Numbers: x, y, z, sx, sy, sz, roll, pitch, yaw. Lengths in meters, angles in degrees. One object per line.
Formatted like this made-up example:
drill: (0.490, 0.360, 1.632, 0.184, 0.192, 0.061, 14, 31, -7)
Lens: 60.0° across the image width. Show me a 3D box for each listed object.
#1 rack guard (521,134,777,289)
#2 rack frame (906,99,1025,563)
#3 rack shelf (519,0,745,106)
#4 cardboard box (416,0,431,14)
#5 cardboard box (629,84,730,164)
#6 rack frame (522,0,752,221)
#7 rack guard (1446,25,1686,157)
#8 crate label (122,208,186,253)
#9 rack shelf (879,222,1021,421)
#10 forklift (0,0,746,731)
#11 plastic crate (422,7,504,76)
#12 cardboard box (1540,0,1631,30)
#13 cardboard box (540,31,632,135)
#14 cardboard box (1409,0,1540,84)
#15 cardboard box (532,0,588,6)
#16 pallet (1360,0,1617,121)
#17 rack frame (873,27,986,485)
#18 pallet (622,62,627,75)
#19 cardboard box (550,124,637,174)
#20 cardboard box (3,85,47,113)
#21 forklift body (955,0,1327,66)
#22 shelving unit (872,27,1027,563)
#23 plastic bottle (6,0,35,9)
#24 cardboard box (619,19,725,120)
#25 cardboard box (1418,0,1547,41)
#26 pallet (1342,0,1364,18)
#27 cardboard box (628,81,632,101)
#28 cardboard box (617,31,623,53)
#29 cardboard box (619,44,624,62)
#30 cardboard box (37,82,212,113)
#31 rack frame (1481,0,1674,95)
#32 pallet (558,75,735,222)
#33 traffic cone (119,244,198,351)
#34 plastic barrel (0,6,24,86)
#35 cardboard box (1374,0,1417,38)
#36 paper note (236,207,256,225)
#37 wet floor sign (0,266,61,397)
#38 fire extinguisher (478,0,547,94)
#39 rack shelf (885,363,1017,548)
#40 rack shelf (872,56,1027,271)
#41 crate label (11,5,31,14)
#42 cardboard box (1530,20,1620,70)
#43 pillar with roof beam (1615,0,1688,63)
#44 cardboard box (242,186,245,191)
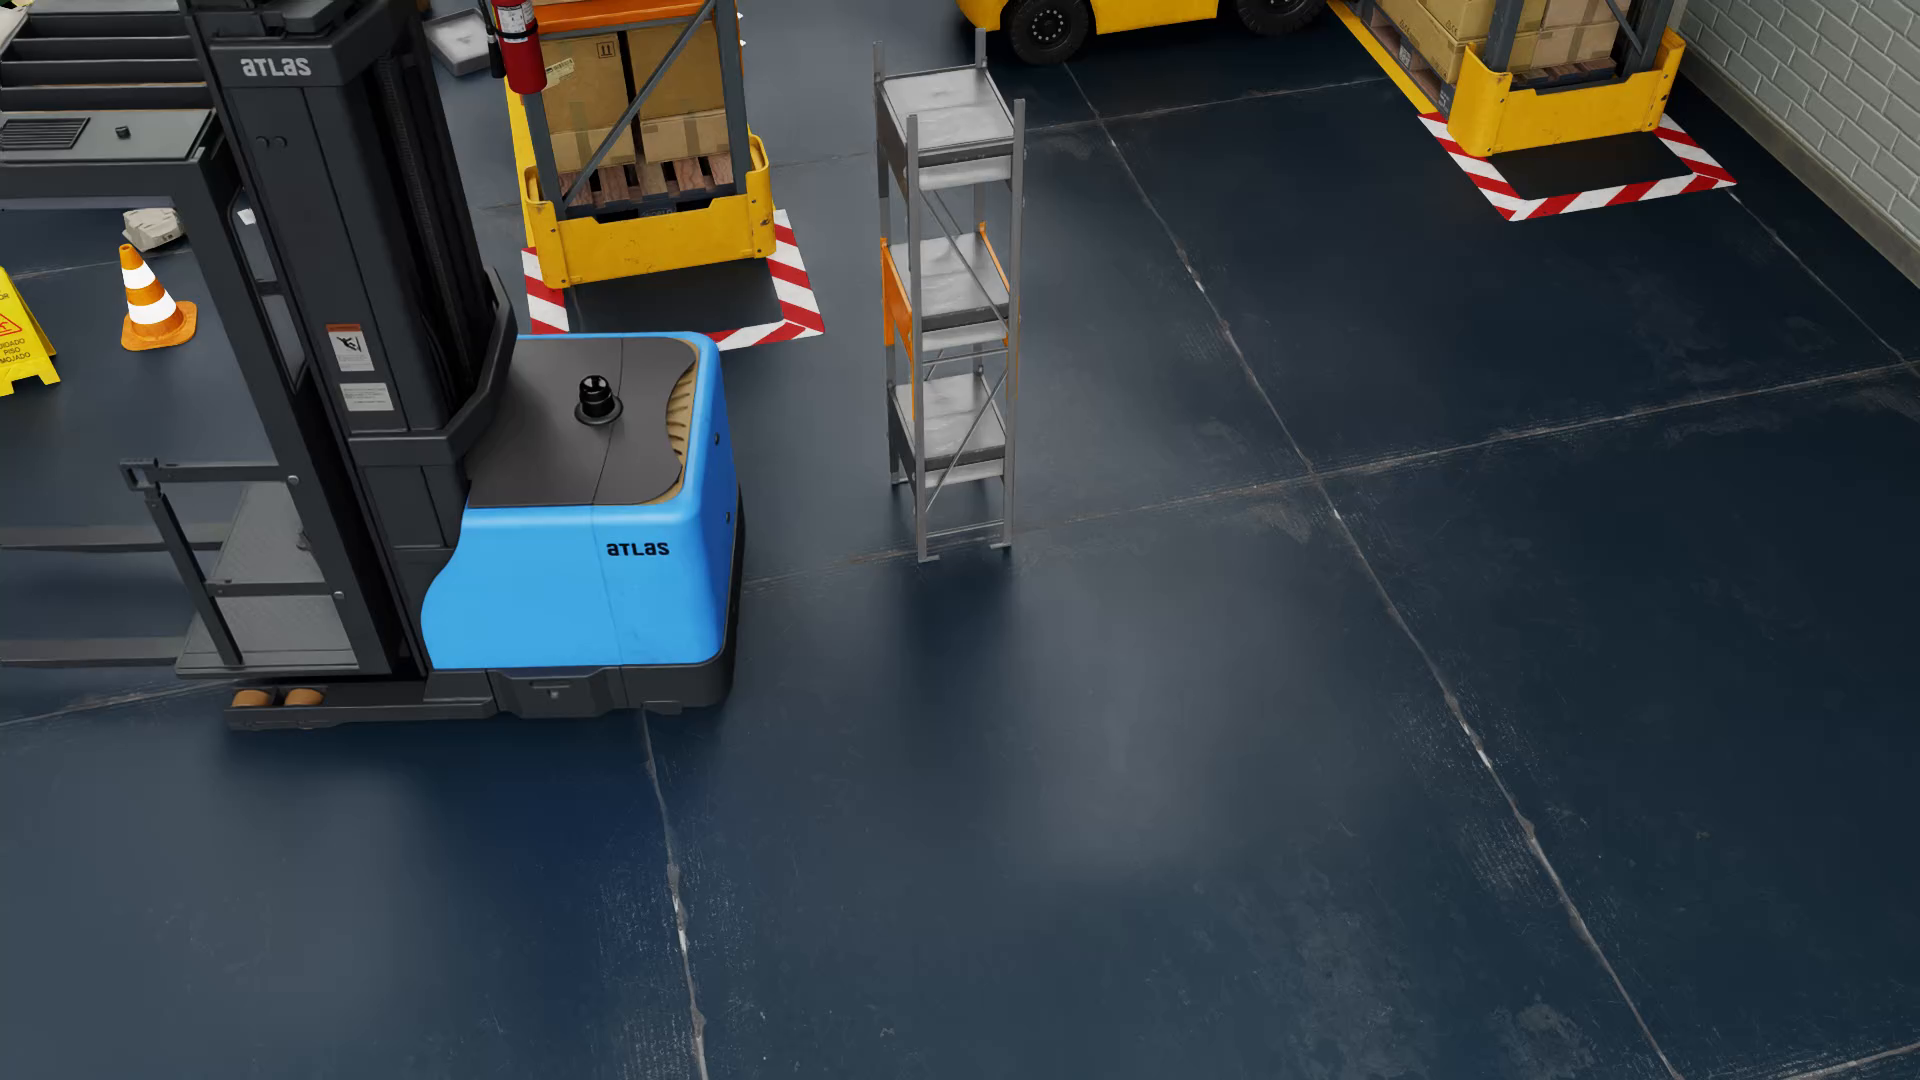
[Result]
rack guard: (-1.527, -1.631, 8.249, 1.175, 0.500, 0.348, -11, 47, -10)
rack frame: (0.020, -0.681, 6.198, 0.400, 2.100, 0.015, -11, 47, -10)
rack shelf: (-2.020, -3.583, 8.915, 1.077, 0.370, 4.000, -11, 47, -10)
cardboard box: (-3.573, -3.353, 9.934, 0.500, 0.500, 0.500, 19, 48, 17)
cardboard box: (-1.447, -2.246, 8.732, 0.500, 0.250, 0.500, -11, 47, -11)
rack frame: (-1.508, -2.454, 7.305, 1.000, 3.000, 0.127, -11, 47, -10)
rack guard: (3.296, -2.472, 9.073, 1.175, 0.500, 0.348, -11, 47, -10)
crate label: (-4.112, -1.606, 8.479, 0.250, 0.136, 0.298, -35, 55, -30)
rack shelf: (-0.042, -0.840, 6.373, 0.431, 0.518, 0.480, -11, 47, -10)
forklift: (-2.398, -0.690, 5.625, 3.031, 2.935, 1.130, -1, 46, -1)
plastic crate: (-2.922, -2.959, 9.845, 0.402, 0.080, 0.583, -26, 51, -24)
cardboard box: (3.370, -3.086, 9.206, 0.500, 0.250, 0.500, -10, 46, -10)
cardboard box: (-1.965, -2.406, 8.365, 0.500, 0.500, 0.500, -10, 46, -10)
cardboard box: (2.864, -2.815, 9.290, 0.500, 0.250, 0.500, -10, 46, -10)
cardboard box: (-1.810, -2.585, 7.609, 0.380, 0.149, 0.250, -9, 46, -9)
pallet: (3.053, -2.908, 9.703, 1.003, 0.211, 1.213, -11, 47, -10)
rack frame: (-0.105, -1.018, 6.528, 0.400, 2.100, 0.015, -11, 47, -10)
pallet: (-2.010, -2.938, 9.732, 1.003, 0.211, 1.213, -11, 47, -10)
cardboard box: (-1.981, -2.164, 8.652, 0.500, 0.250, 0.500, -11, 47, -11)
cardboard box: (-5.070, -2.433, 9.200, 0.396, 0.266, 0.258, -3, 46, -3)
forklift body: (1.041, -4.042, 9.456, 2.313, 2.155, 1.214, -11, 47, -10)
shelving unit: (-0.042, -0.849, 6.363, 0.431, 2.100, 0.503, -11, 47, -10)
plastic bottle: (-5.761, -3.297, 10.189, 0.133, 0.061, 0.283, -35, 55, -30)
cardboard box: (-1.453, -2.524, 8.481, 0.500, 0.500, 0.500, -12, 47, -12)
cardboard box: (2.863, -3.002, 9.124, 0.500, 0.250, 0.500, -11, 47, -11)
pallet: (2.745, -3.749, 10.527, 1.003, 0.211, 1.213, -11, 47, -10)
cardboard box: (-1.570, -2.599, 9.079, 0.500, 0.250, 0.500, -9, 46, -9)
cardboard box: (-1.591, -2.885, 8.834, 0.500, 0.500, 0.500, -12, 47, -12)
cardboard box: (-1.722, -2.974, 9.446, 0.500, 0.250, 0.500, -8, 46, -8)
cardboard box: (-4.405, -2.330, 8.931, 0.637, 0.503, 0.797, 27, 51, 24)
rack frame: (3.290, -3.364, 8.197, 1.000, 3.000, 0.127, -11, 47, -10)
pallet: (-1.701, -2.097, 8.908, 1.003, 0.211, 1.213, -11, 47, -10)
traffic cone: (-3.851, -1.189, 7.842, 0.336, 0.463, 0.334, -11, 47, -10)
plastic barrel: (-5.518, -2.836, 9.483, 0.512, 0.421, 0.421, 19, 48, 17)
cardboard box: (2.746, -3.160, 9.628, 0.500, 0.250, 0.500, -11, 47, -10)
paper note: (-3.674, -1.703, 8.648, 0.148, 0.019, 0.142, -26, 51, -24)
wet floor sign: (-4.345, -0.997, 7.526, 0.267, 0.644, 0.232, -18, 48, -17)
fire extinguisher: (-1.924, -2.263, 7.173, 0.296, 0.674, 0.183, -11, 47, -10)
rack shelf: (-0.042, -0.350, 6.873, 0.431, 0.518, 0.480, -11, 47, -10)
rack shelf: (-0.042, -1.330, 5.873, 0.431, 0.518, 0.480, -11, 47, -10)
crate label: (-5.571, -3.070, 9.913, 0.250, 0.136, 0.298, 27, 51, 24)
cardboard box: (3.353, -2.923, 9.396, 0.500, 0.250, 0.500, -11, 47, -10)
pillar with roof beam: (-0.179, -5.322, 5.916, 9.100, 9.000, 0.400, -11, 47, -10)
cardboard box: (-3.796, -1.991, 8.848, 0.380, 0.149, 0.250, 11, 47, 11)
